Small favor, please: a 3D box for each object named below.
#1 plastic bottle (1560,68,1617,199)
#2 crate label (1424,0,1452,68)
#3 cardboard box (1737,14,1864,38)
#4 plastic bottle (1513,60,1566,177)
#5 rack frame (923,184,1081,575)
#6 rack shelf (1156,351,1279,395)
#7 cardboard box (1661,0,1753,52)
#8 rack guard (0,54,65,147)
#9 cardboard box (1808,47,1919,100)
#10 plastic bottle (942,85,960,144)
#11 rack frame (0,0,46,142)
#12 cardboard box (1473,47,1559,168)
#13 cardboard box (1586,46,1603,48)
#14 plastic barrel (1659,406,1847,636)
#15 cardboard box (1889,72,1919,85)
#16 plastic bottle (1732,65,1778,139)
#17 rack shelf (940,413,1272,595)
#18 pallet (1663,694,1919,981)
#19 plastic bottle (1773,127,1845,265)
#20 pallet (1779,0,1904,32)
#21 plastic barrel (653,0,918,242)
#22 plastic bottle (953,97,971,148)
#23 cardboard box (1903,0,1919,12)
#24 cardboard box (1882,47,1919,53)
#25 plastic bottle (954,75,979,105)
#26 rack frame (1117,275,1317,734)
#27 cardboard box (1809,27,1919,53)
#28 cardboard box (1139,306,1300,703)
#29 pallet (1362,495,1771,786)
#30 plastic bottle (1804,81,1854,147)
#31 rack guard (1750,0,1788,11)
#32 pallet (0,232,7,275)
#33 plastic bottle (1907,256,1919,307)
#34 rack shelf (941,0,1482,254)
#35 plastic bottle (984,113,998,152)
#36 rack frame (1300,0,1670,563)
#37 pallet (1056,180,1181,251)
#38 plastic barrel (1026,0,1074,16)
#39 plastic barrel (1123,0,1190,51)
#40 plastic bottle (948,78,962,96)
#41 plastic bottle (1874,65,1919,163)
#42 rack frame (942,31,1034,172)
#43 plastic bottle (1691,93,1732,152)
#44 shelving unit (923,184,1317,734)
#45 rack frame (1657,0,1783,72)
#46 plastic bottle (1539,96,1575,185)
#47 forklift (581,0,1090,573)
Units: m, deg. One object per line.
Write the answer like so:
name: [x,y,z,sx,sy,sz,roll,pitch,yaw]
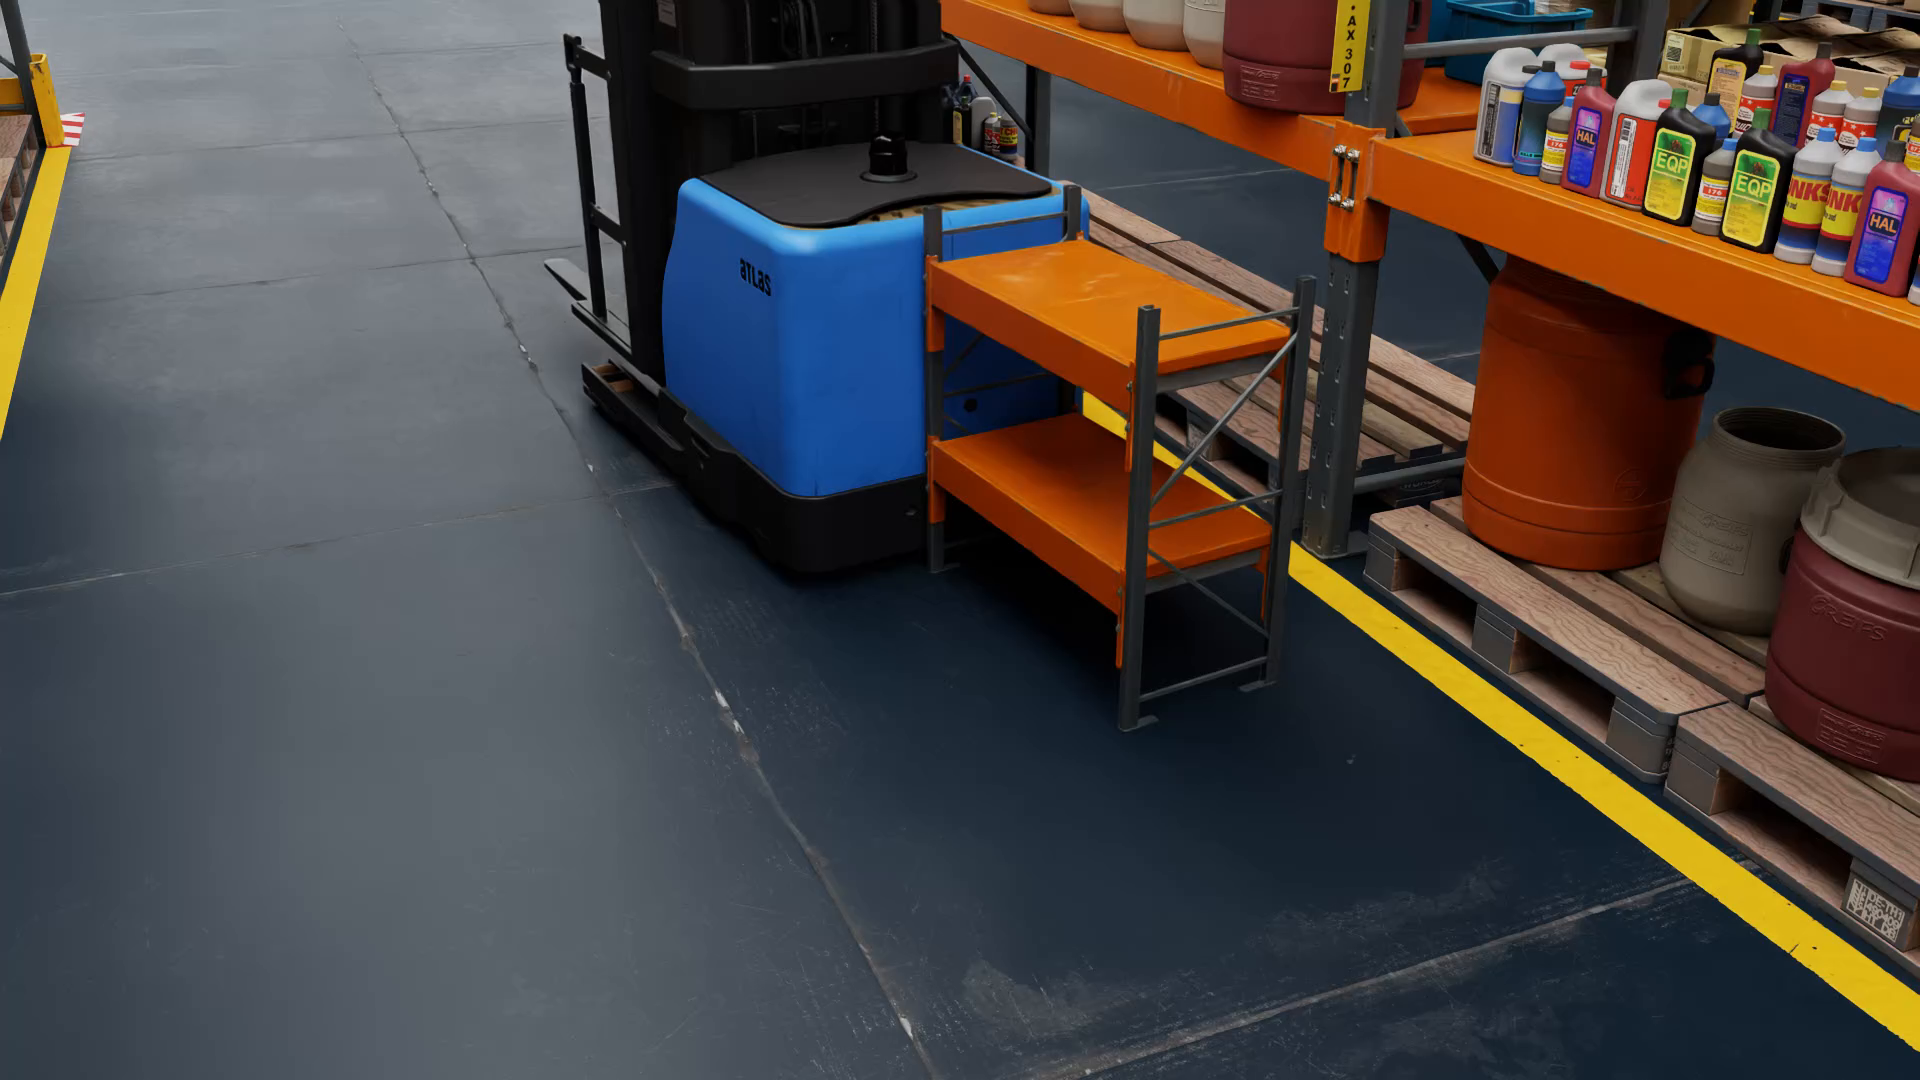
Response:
plastic bottle: [1.507,-0.964,3.939,0.061,0.283,0.133,-11,28,-21]
crate label: [1.408,-1.851,5.582,0.502,0.435,0.616,-11,28,-21]
cardboard box: [4.963,-2.943,9.874,0.500,0.311,0.500,-11,28,-21]
plastic bottle: [1.440,-1.048,4.124,0.097,0.271,0.097,0,26,0]
rack frame: [0.124,-0.459,4.908,0.500,1.125,0.032,-14,29,-26]
rack shelf: [0.376,-0.577,4.360,0.416,0.054,0.922,-14,29,-26]
cardboard box: [4.647,-3.383,10.560,0.500,0.500,0.500,-11,28,-21]
rack guard: [-6.112,-2.612,10.030,1.175,0.500,0.348,-11,28,-21]
cardboard box: [4.869,-2.436,8.836,0.500,0.311,0.500,-12,28,-22]
plastic bottle: [-0.085,-2.382,9.227,0.144,0.351,0.185,-11,28,-21]
rack frame: [-6.142,-3.766,9.544,1.000,3.000,0.127,-11,28,-21]
cardboard box: [5.470,0.347,2.493,5.886,1.356,7.345,-11,28,-21]
cardboard box: [3.971,-3.158,10.955,0.500,0.250,0.500,-11,28,-21]
plastic barrel: [2.059,-0.051,4.292,0.421,0.512,0.421,0,26,0]
cardboard box: [5.077,-2.227,8.408,0.500,0.311,0.500,-10,28,-19]
plastic bottle: [2.128,-1.158,4.430,0.097,0.201,0.097,0,26,0]
rack shelf: [0.376,-0.112,4.587,0.459,0.093,0.952,-14,29,-26]
pallet: [2.369,0.669,3.640,1.003,0.211,1.213,-11,28,-21]
plastic bottle: [2.178,-0.287,2.566,0.097,0.271,2.212,-11,28,-21]
pallet: [5.877,-1.760,8.614,9.879,0.211,12.008,-11,28,-21]
plastic barrel: [-0.486,-1.657,5.194,0.905,2.708,0.517,-11,28,-21]
plastic bottle: [0.011,-2.290,9.117,0.061,0.283,0.133,-11,28,-21]
cardboard box: [8.184,-4.564,13.526,0.700,0.500,0.500,-12,29,-24]
cardboard box: [5.366,-2.532,9.033,0.500,0.311,0.500,-11,28,-21]
plastic bottle: [0.047,-2.407,9.278,0.144,0.351,0.185,-10,28,-19]
rack frame: [0.628,-0.072,4.115,0.500,1.125,0.032,-14,29,-26]
cardboard box: [5.173,-2.734,9.446,0.500,0.311,0.500,-10,28,-19]
cardboard box: [0.626,-0.071,4.114,0.474,0.981,0.047,-12,28,-23]
pallet: [1.895,0.177,4.647,1.003,0.211,1.213,-11,28,-21]
plastic bottle: [2.218,-1.065,4.239,0.097,0.201,0.097,0,26,0]
rack guard: [7.561,-5.165,15.259,1.175,0.500,0.348,-11,28,-21]
pallet: [-4.871,-1.163,7.392,1.003,0.211,1.213,-11,28,-21]
plastic bottle: [1.893,-0.582,3.169,0.097,0.271,0.097,0,26,0]
rack shelf: [0.765,-1.872,6.484,1.077,0.370,4.000,-11,28,-21]
plastic bottle: [0.181,-2.228,9.083,0.097,0.201,0.097,0,26,0]
rack frame: [1.548,-1.387,4.673,1.000,3.000,0.127,-11,28,-21]
pallet: [0.325,-1.439,7.956,1.003,0.211,1.213,-11,28,-21]
plastic barrel: [0.442,-2.343,6.475,0.433,0.535,0.433,0,26,0]
plastic barrel: [0.784,-1.986,5.772,0.421,0.512,0.421,0,26,0]
plastic bottle: [-0.026,-2.483,9.434,0.144,0.351,0.185,-12,28,-23]
plastic bottle: [2.294,-1.018,4.063,0.097,0.271,0.097,0,26,0]
rack frame: [-0.021,-3.002,7.979,0.949,2.616,0.053,-11,28,-21]
plastic bottle: [1.678,-0.871,3.763,0.097,0.271,0.097,0,26,0]
shelving unit: [-11.309,-3.339,5.250,18.801,6.000,16.128,-14,29,-26]
rack frame: [4.541,-3.852,9.720,1.000,3.000,0.127,-11,28,-21]
plastic bottle: [1.479,-0.977,4.059,0.097,0.201,0.097,0,26,0]
forklift: [-1.751,-10.551,23.621,19.219,2.843,38.697,-14,29,-26]
